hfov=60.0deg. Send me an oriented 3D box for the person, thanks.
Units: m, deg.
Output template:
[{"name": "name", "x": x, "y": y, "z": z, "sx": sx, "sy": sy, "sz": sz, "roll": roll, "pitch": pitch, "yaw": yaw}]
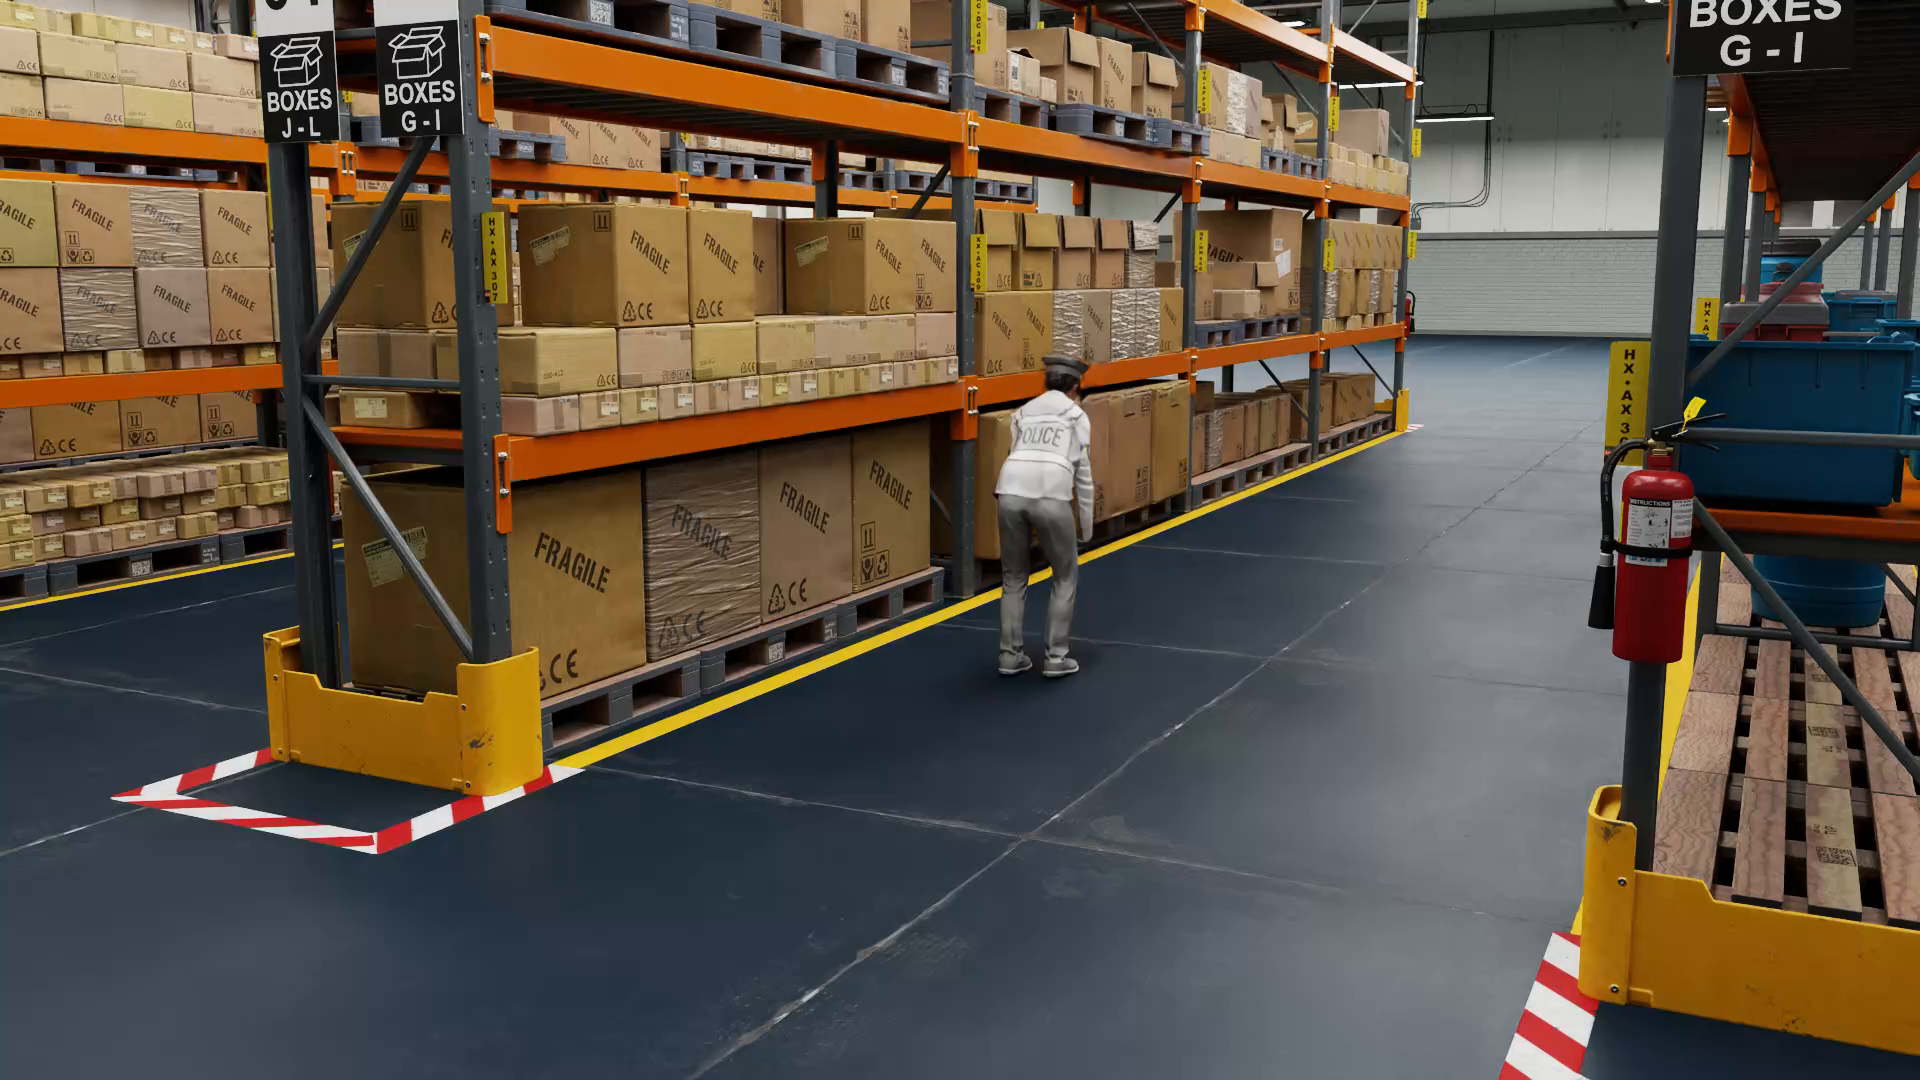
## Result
[{"name": "person", "x": 0.419, "y": -0.121, "z": 8.061, "sx": 0.405, "sy": 1.530, "sz": 0.693, "roll": 4, "pitch": 10, "yaw": 25}]
